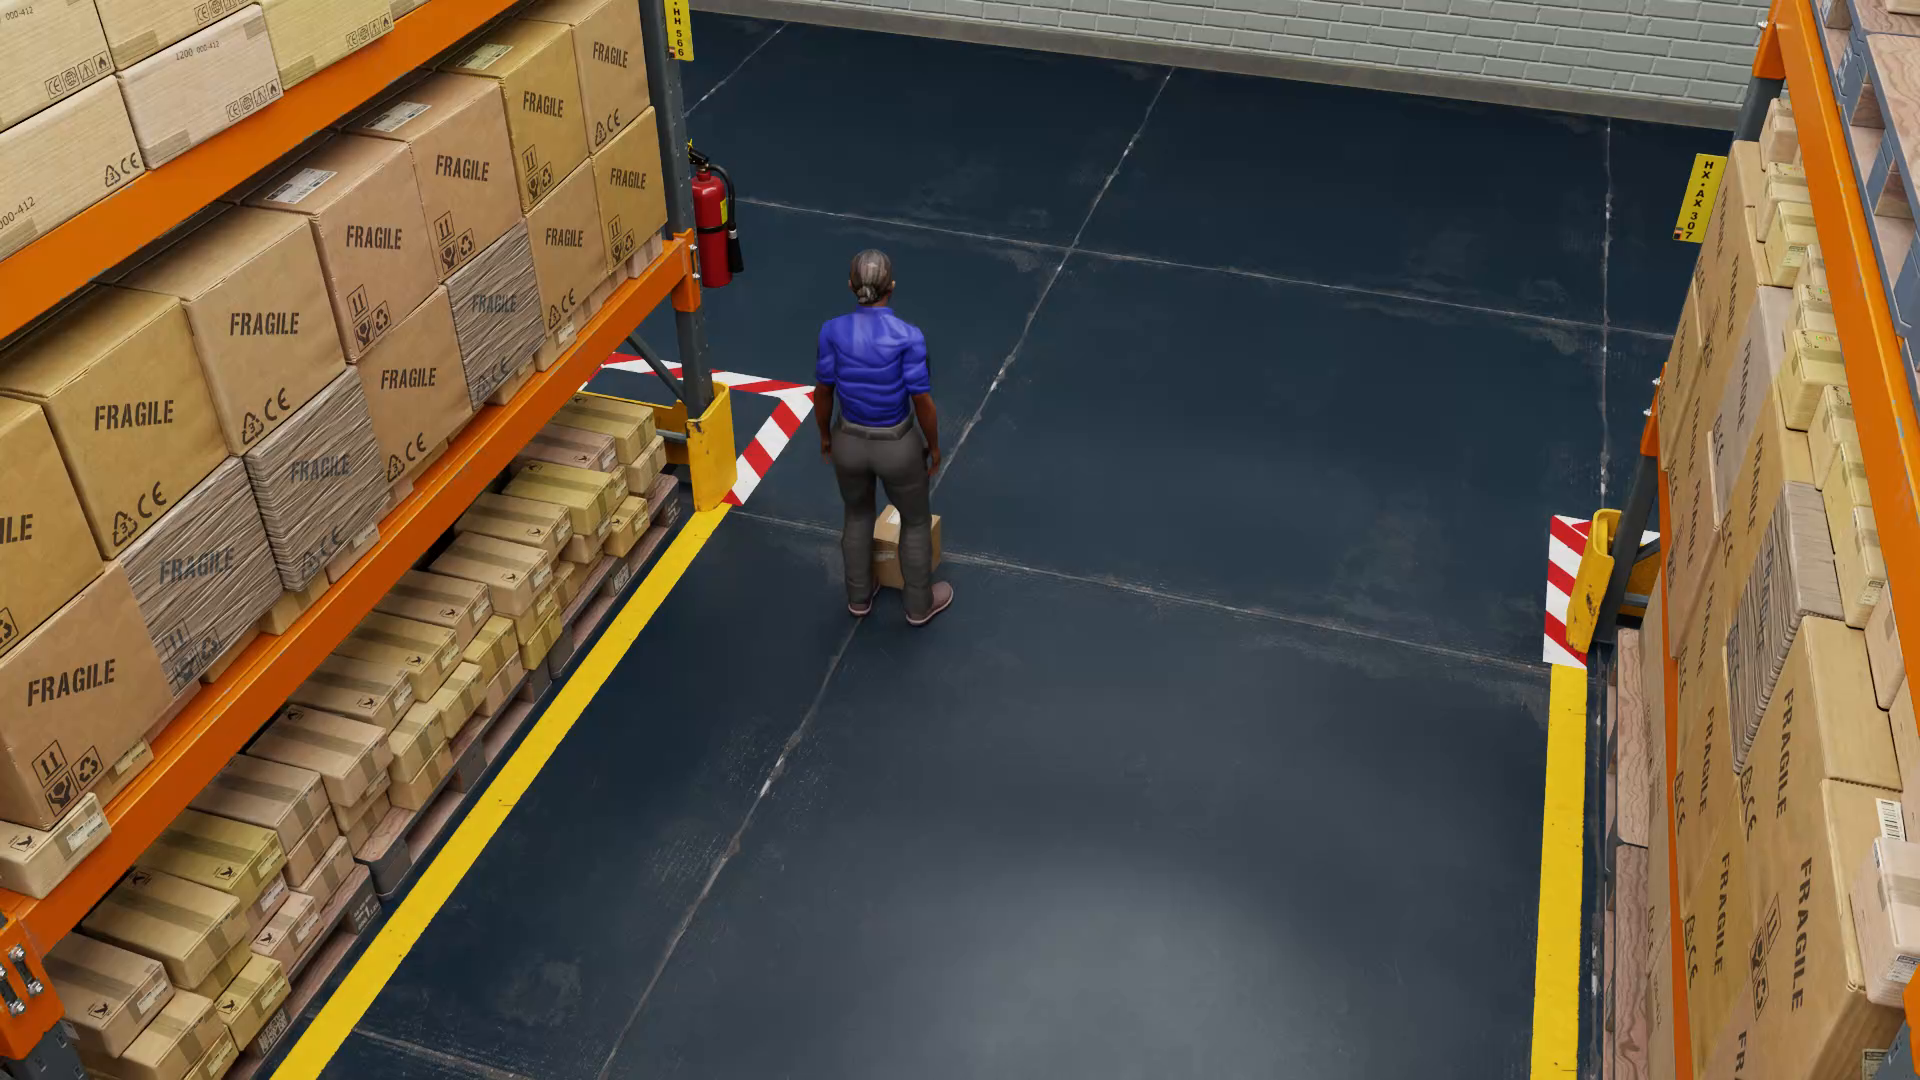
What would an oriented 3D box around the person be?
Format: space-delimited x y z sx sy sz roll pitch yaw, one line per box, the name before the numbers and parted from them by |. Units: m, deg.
person | -0.311 -0.382 6.657 0.531 1.654 0.351 9 38 11
